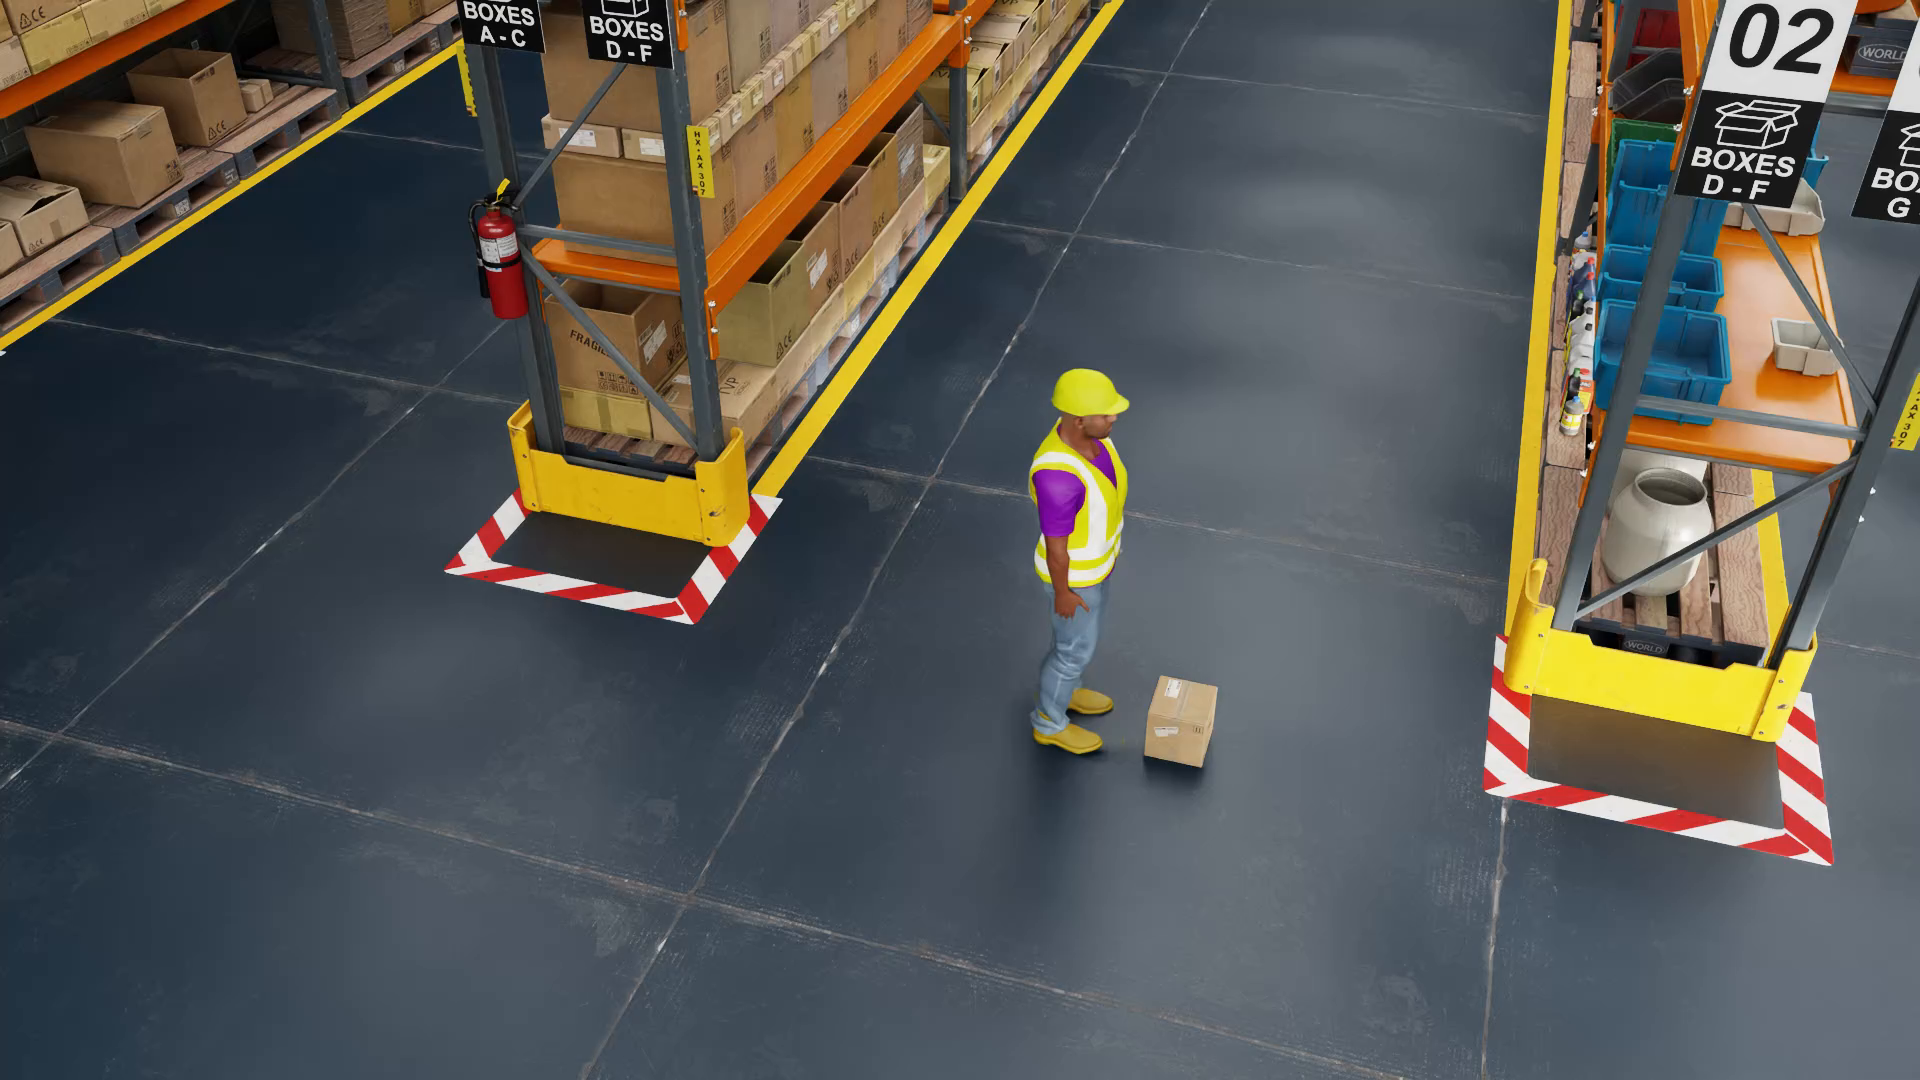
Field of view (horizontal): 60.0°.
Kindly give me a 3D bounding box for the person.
[{"bbox_3d":[0.485,0.079,6.771,0.365,1.762,0.563,12,38,15],"label":"person"}]
